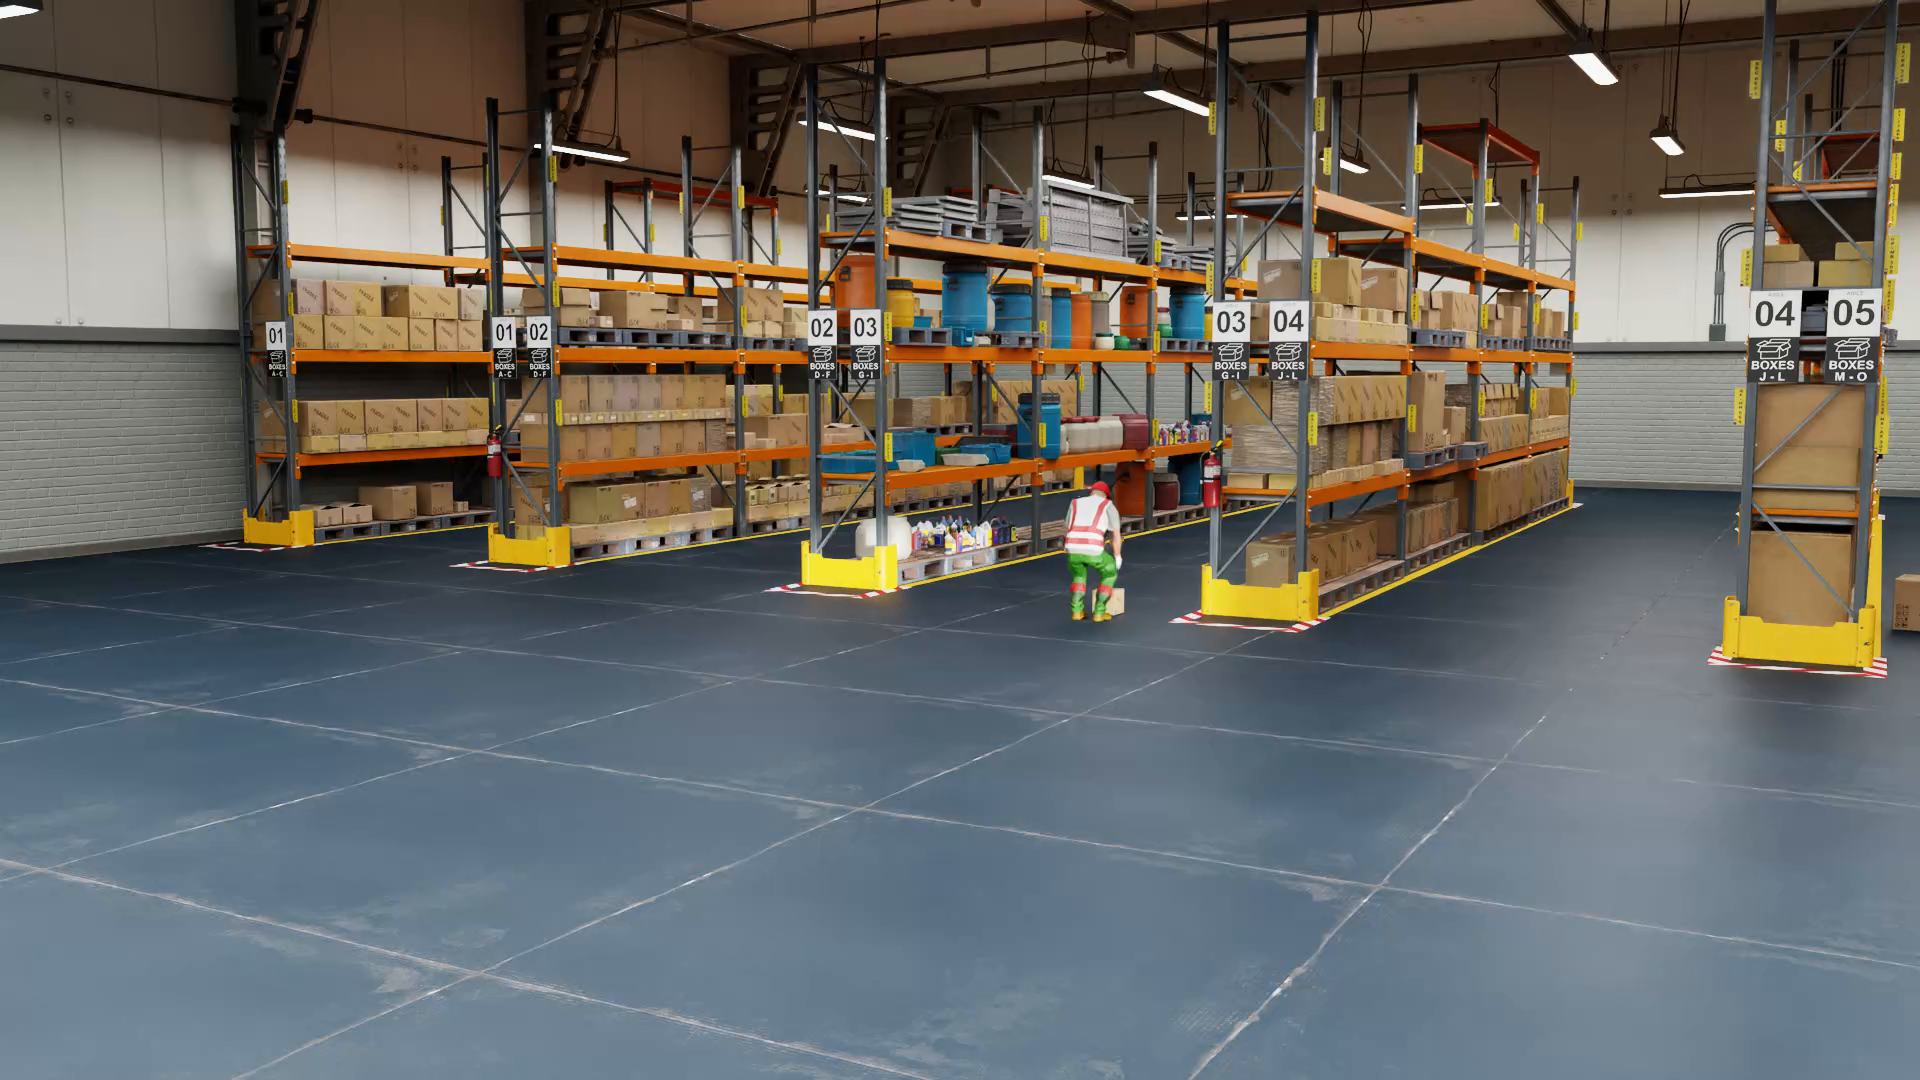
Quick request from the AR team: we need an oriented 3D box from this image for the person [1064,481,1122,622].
[{"bbox_3d":[1.318,0.110,16.891,0.584,1.381,0.782,3,7,29],"label":"person"}]
